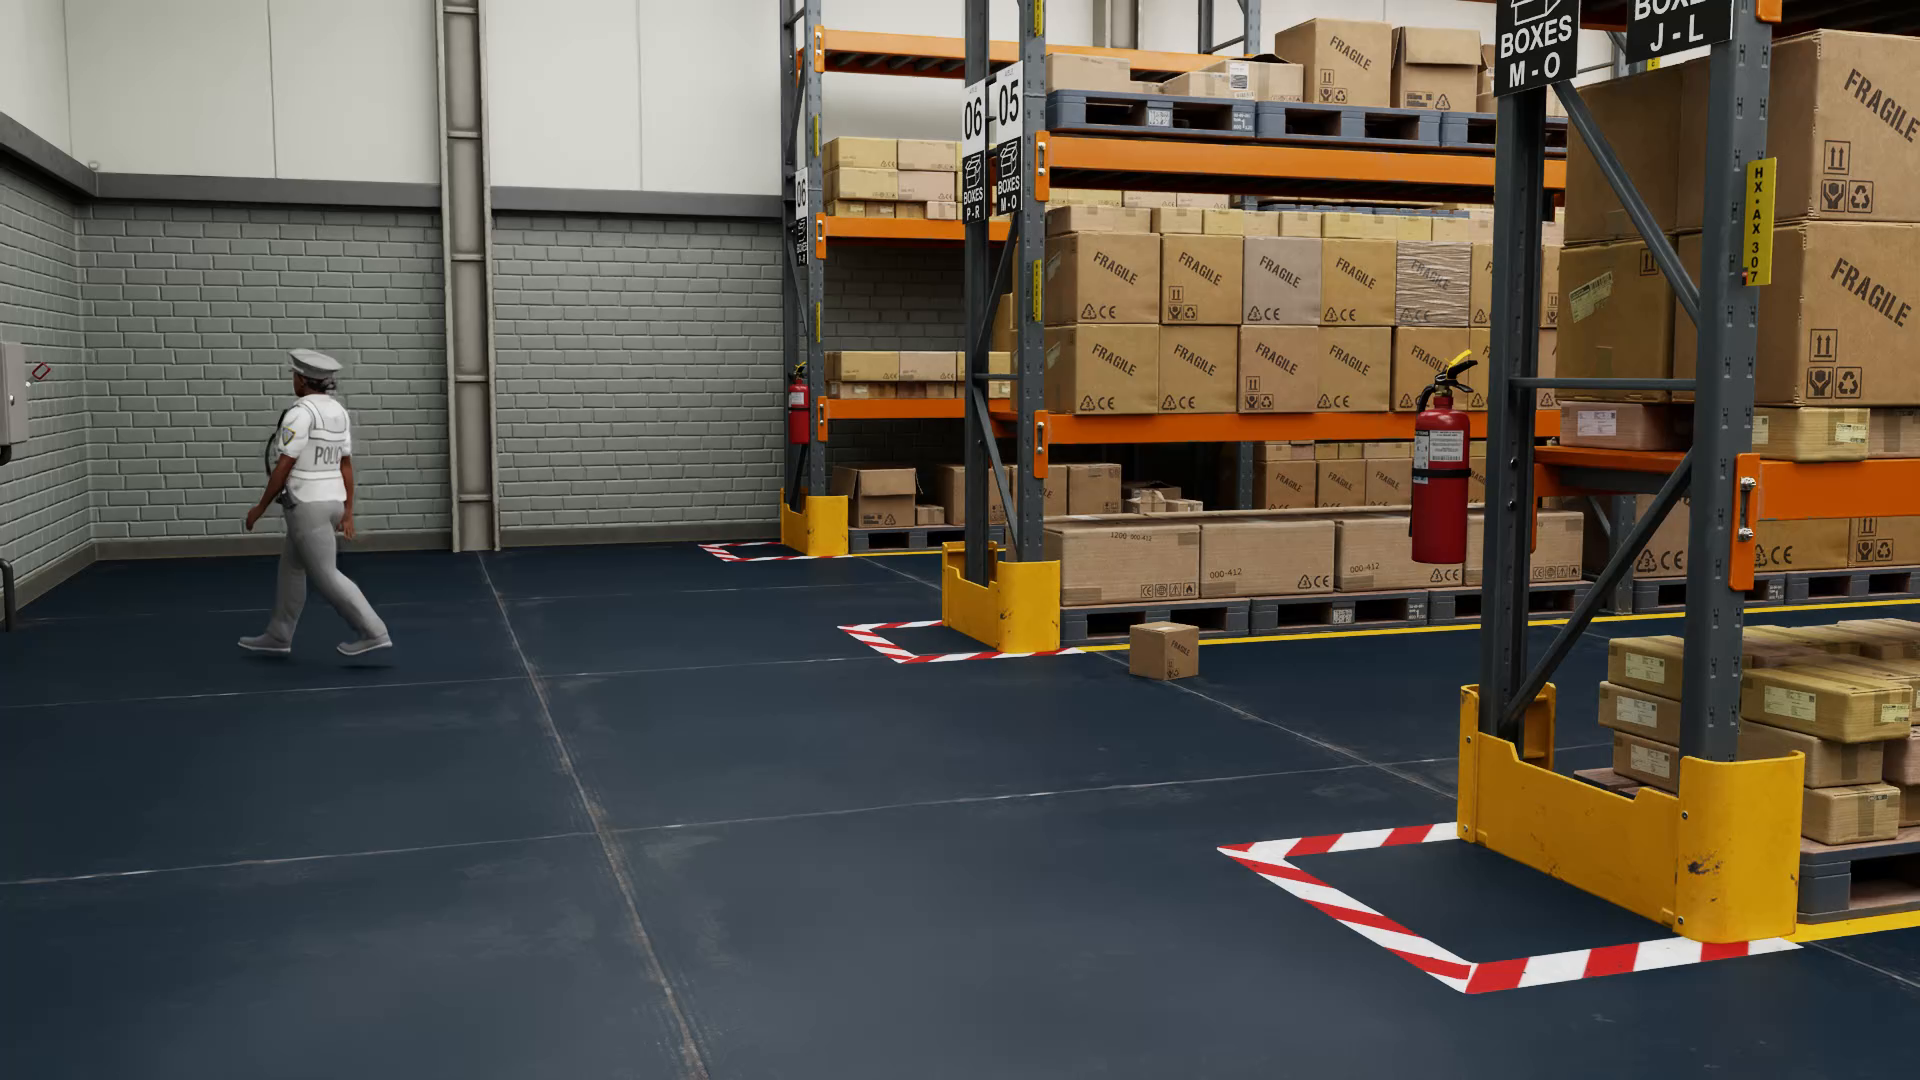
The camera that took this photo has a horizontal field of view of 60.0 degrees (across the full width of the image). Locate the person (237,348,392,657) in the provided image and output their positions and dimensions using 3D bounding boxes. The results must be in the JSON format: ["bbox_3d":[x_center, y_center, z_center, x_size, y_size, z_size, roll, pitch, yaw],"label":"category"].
[{"bbox_3d":[-3.455,-0.188,8.752,0.962,1.632,0.454,1,6,9],"label":"person"}]
